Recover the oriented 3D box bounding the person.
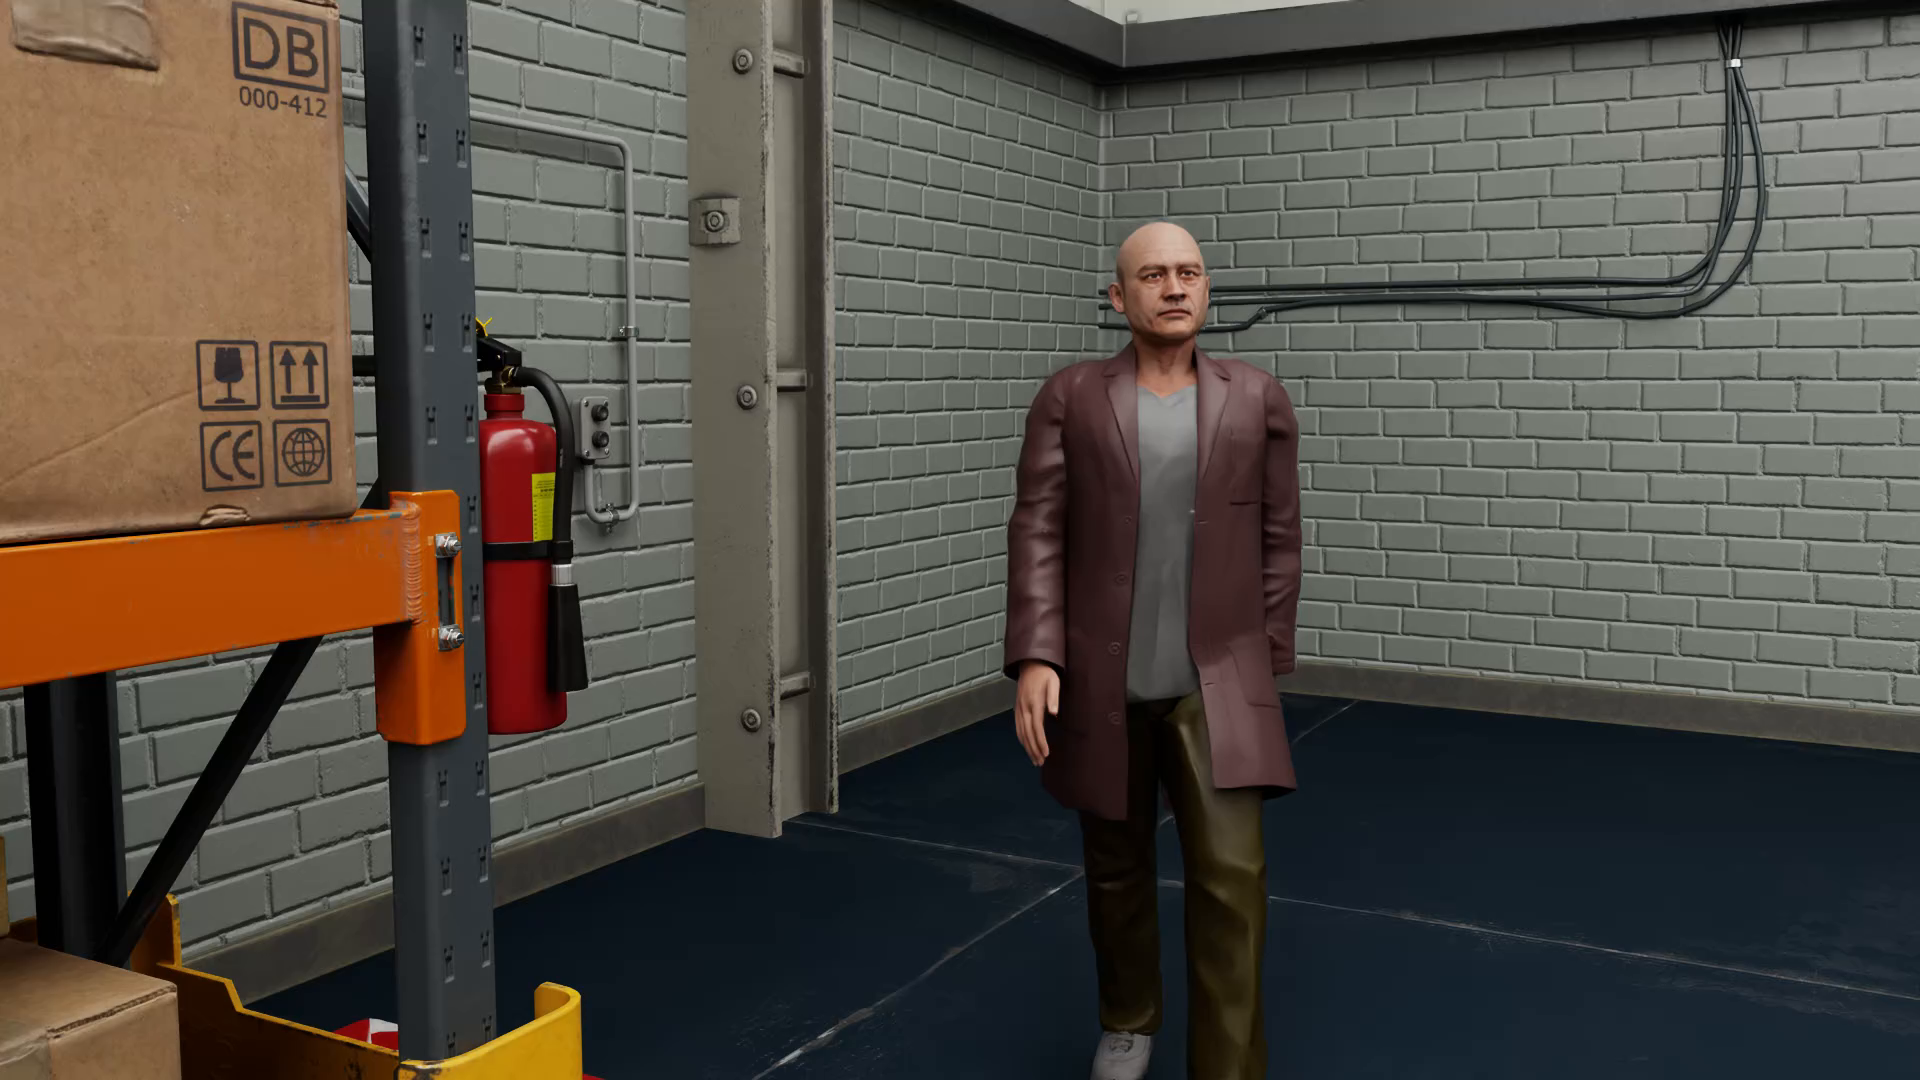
[{"bbox_3d":[0.367,0.298,3.143,0.574,1.796,0.874,1,6,7],"label":"person"}]
